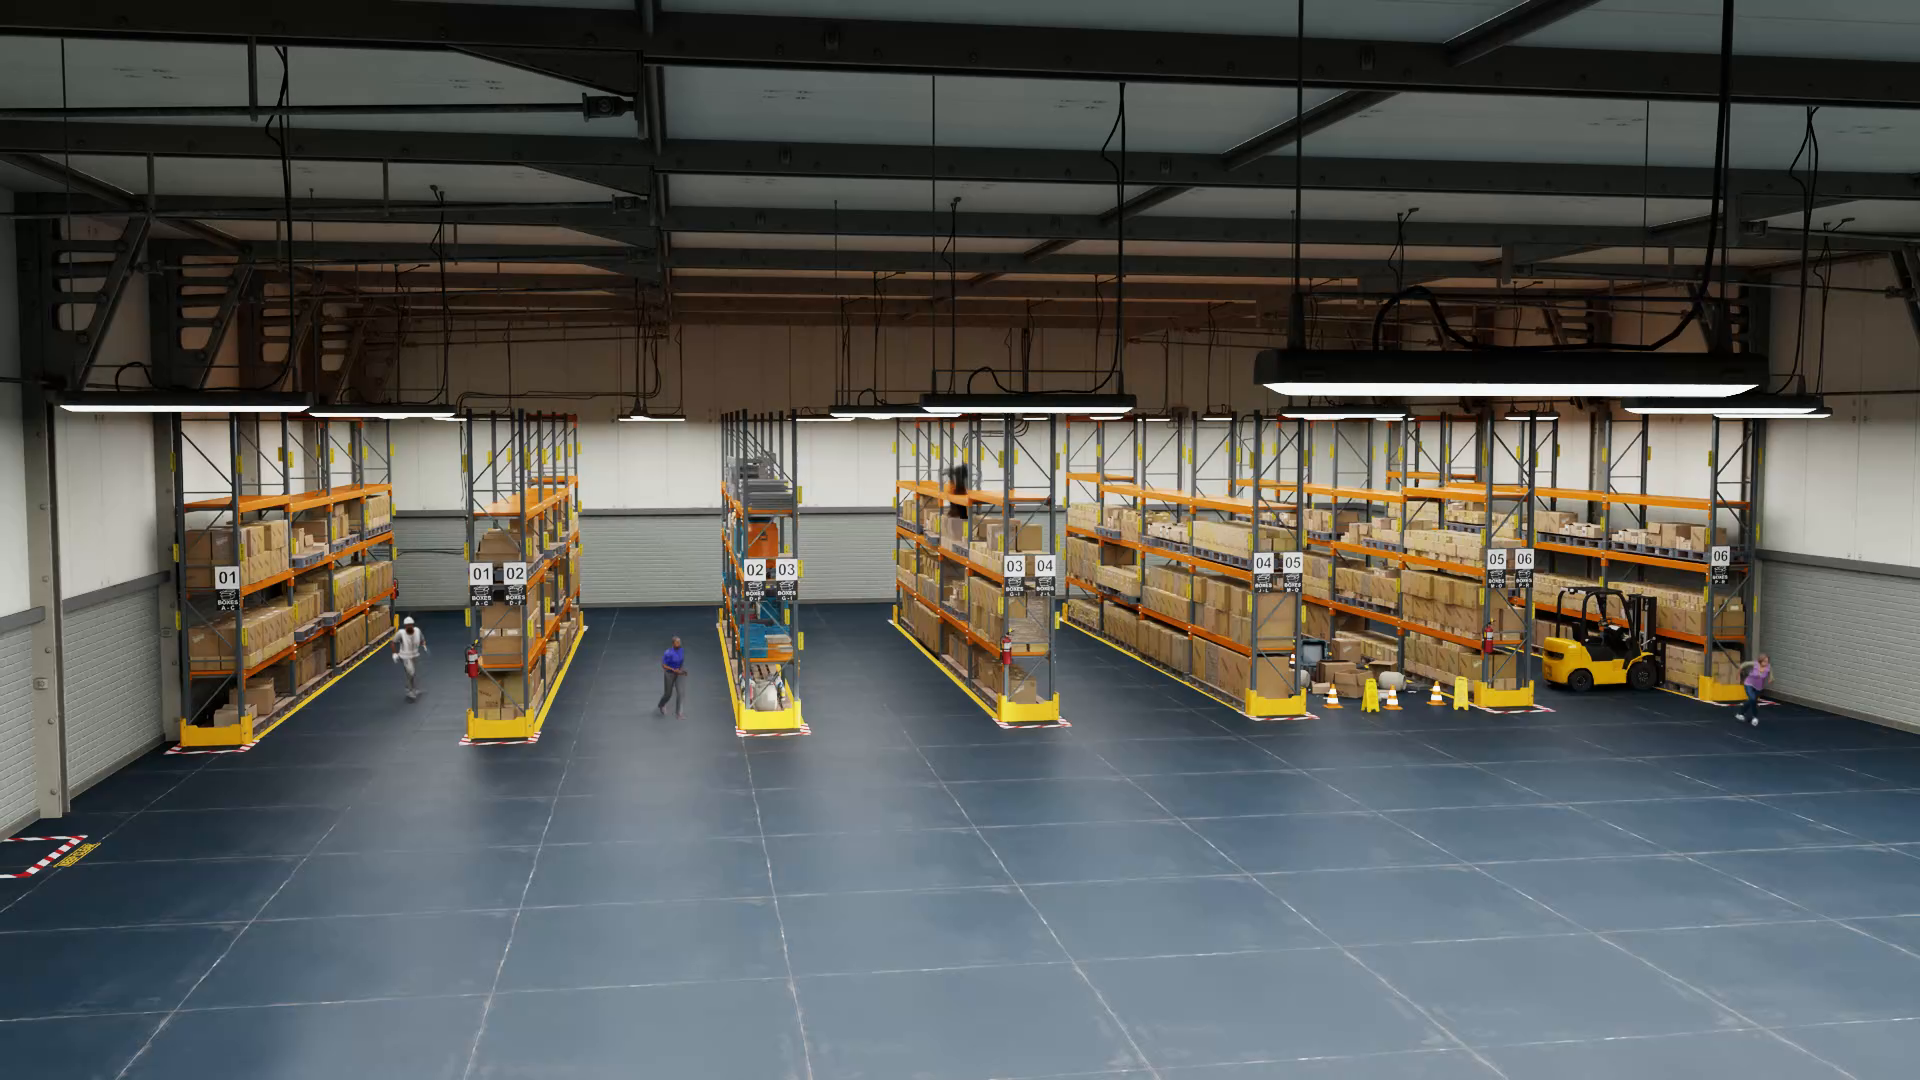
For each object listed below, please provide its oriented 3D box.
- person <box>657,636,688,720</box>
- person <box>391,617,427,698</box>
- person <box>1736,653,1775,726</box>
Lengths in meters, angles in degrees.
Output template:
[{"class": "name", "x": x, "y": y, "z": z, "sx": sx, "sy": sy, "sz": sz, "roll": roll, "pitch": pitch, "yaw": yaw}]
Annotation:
[{"class": "person", "x": -5.606, "y": 2.663, "z": 32.350, "sx": 0.563, "sy": 1.626, "sz": 0.889, "roll": -3, "pitch": 5, "yaw": -38}, {"class": "person", "x": -11.490, "y": 2.464, "z": 34.859, "sx": 0.819, "sy": 1.735, "sz": 0.676, "roll": 3, "pitch": 5, "yaw": 33}, {"class": "person", "x": 15.066, "y": 2.795, "z": 31.504, "sx": 0.529, "sy": 1.383, "sz": 1.036, "roll": 0, "pitch": 4, "yaw": 3}]
